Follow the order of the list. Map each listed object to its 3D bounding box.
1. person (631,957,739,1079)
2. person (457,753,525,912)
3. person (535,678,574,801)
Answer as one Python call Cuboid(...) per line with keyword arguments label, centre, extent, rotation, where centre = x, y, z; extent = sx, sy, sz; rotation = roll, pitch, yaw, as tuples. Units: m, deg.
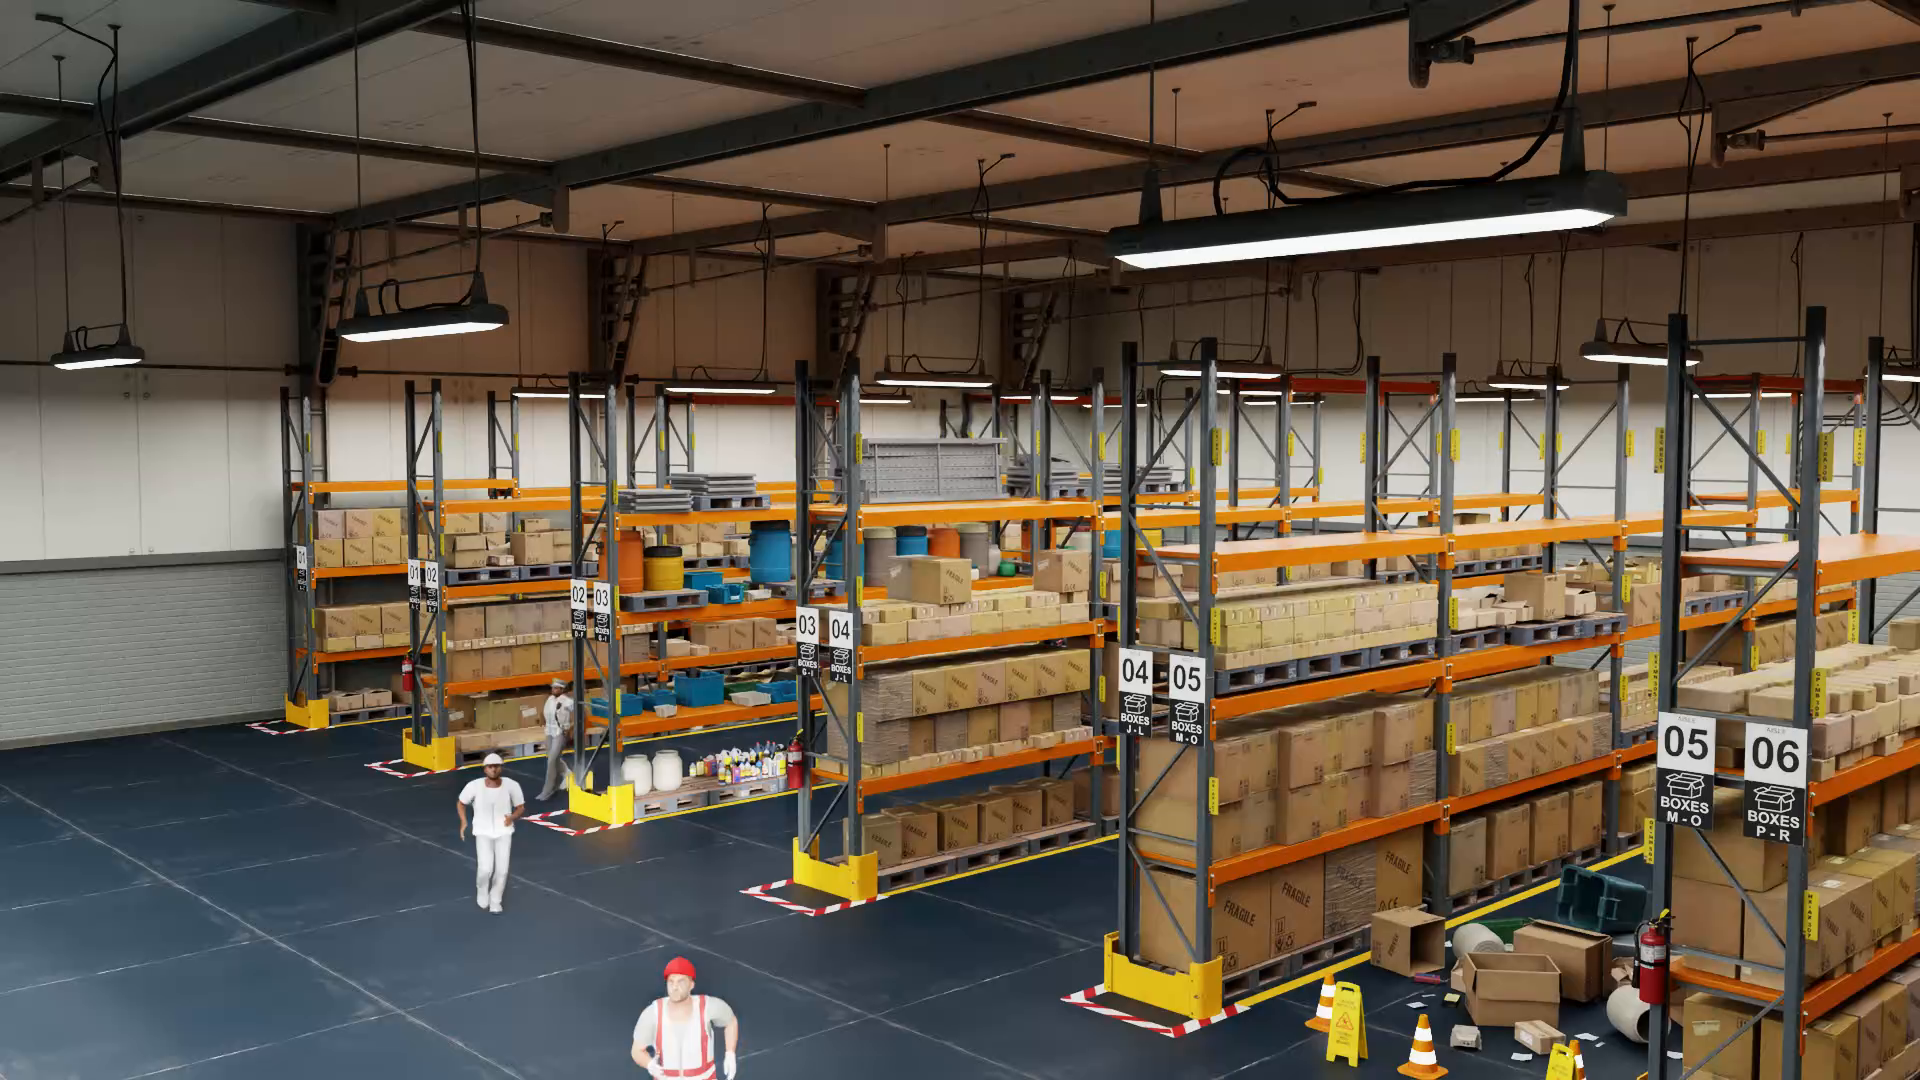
Cuboid(label="person", centre=(-1.783, 3.572, 10.802), extent=(0.672, 1.799, 1.003), rotation=(0, 4, -2))
Cuboid(label="person", centre=(-5.005, 3.152, 17.819), extent=(0.689, 1.722, 0.606), rotation=(-1, 4, -21))
Cuboid(label="person", centre=(-5.713, 2.806, 23.693), extent=(0.593, 1.729, 0.816), rotation=(2, 4, 33))
